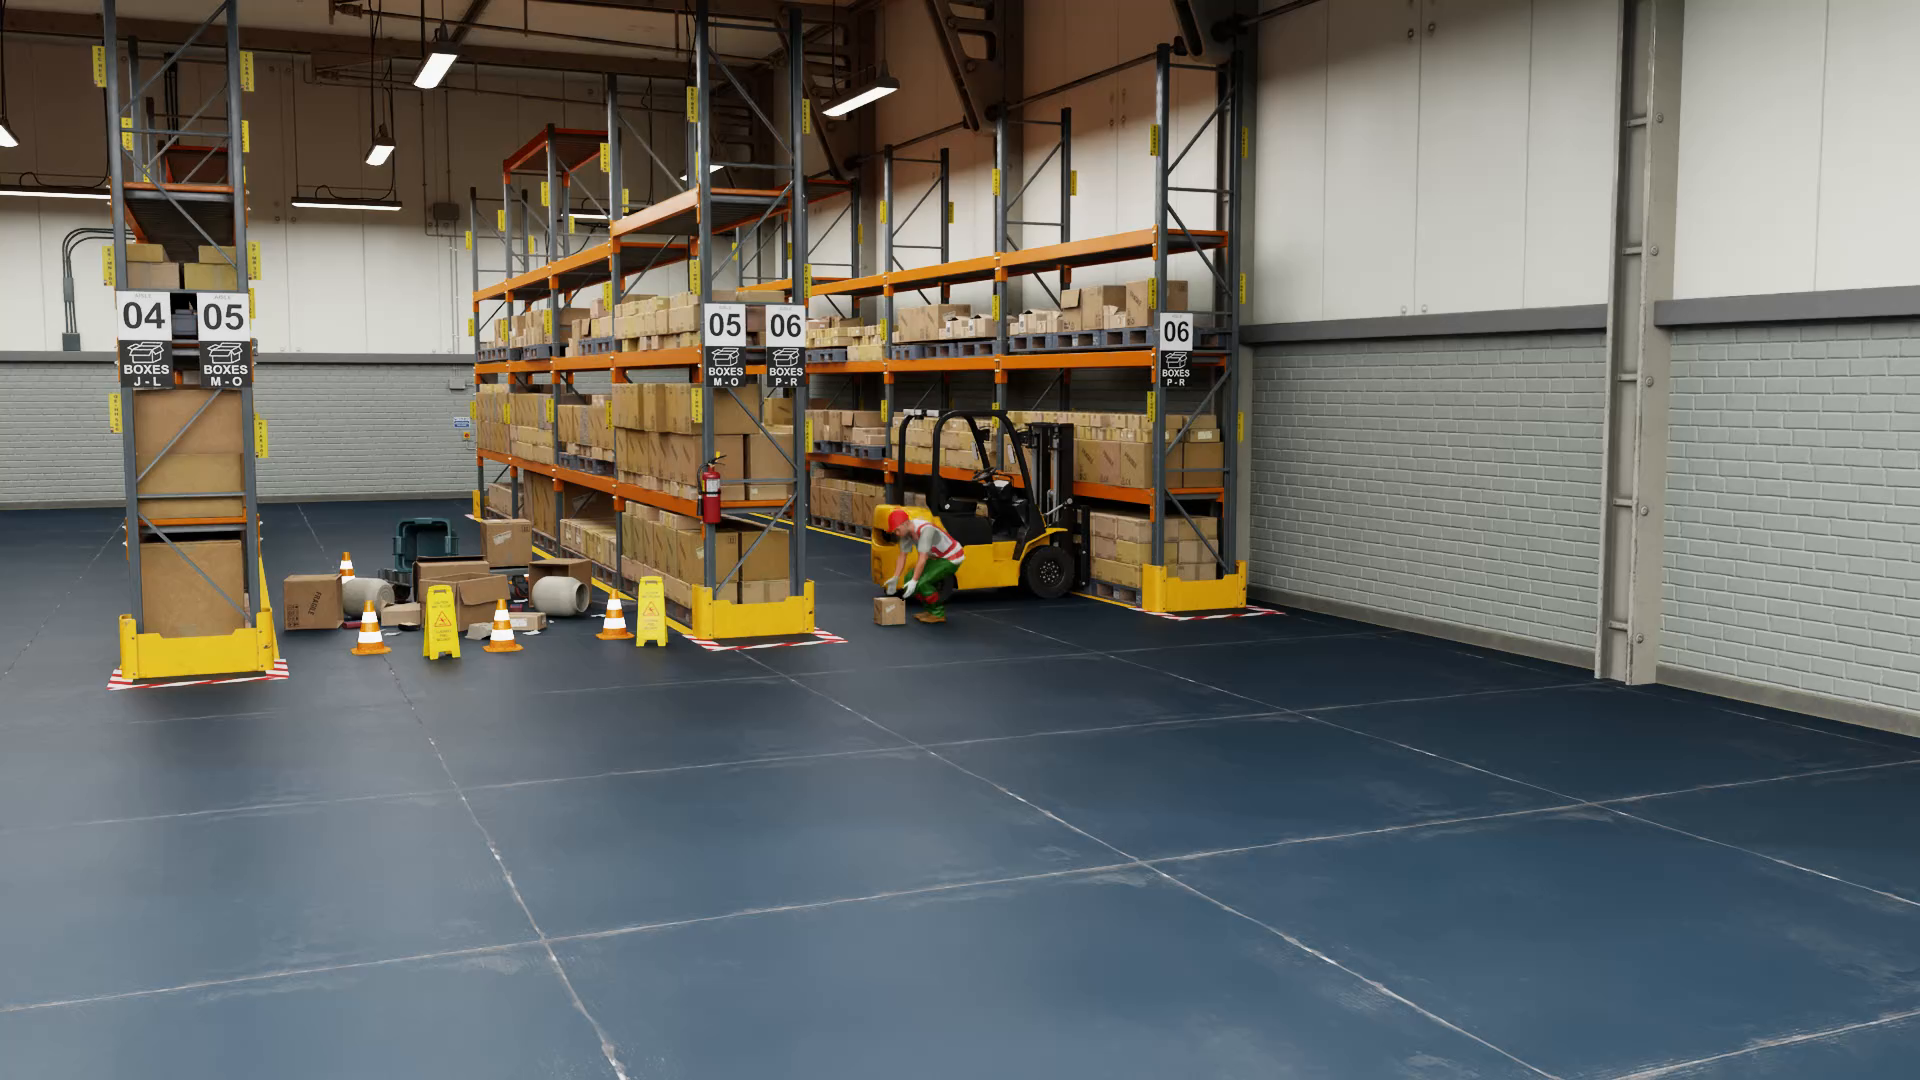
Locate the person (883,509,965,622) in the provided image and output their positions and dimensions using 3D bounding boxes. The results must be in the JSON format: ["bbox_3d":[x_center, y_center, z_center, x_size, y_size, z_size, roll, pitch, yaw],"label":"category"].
[{"bbox_3d":[-0.353,0.260,17.116,0.852,1.172,0.583,-2,6,-24],"label":"person"}]
